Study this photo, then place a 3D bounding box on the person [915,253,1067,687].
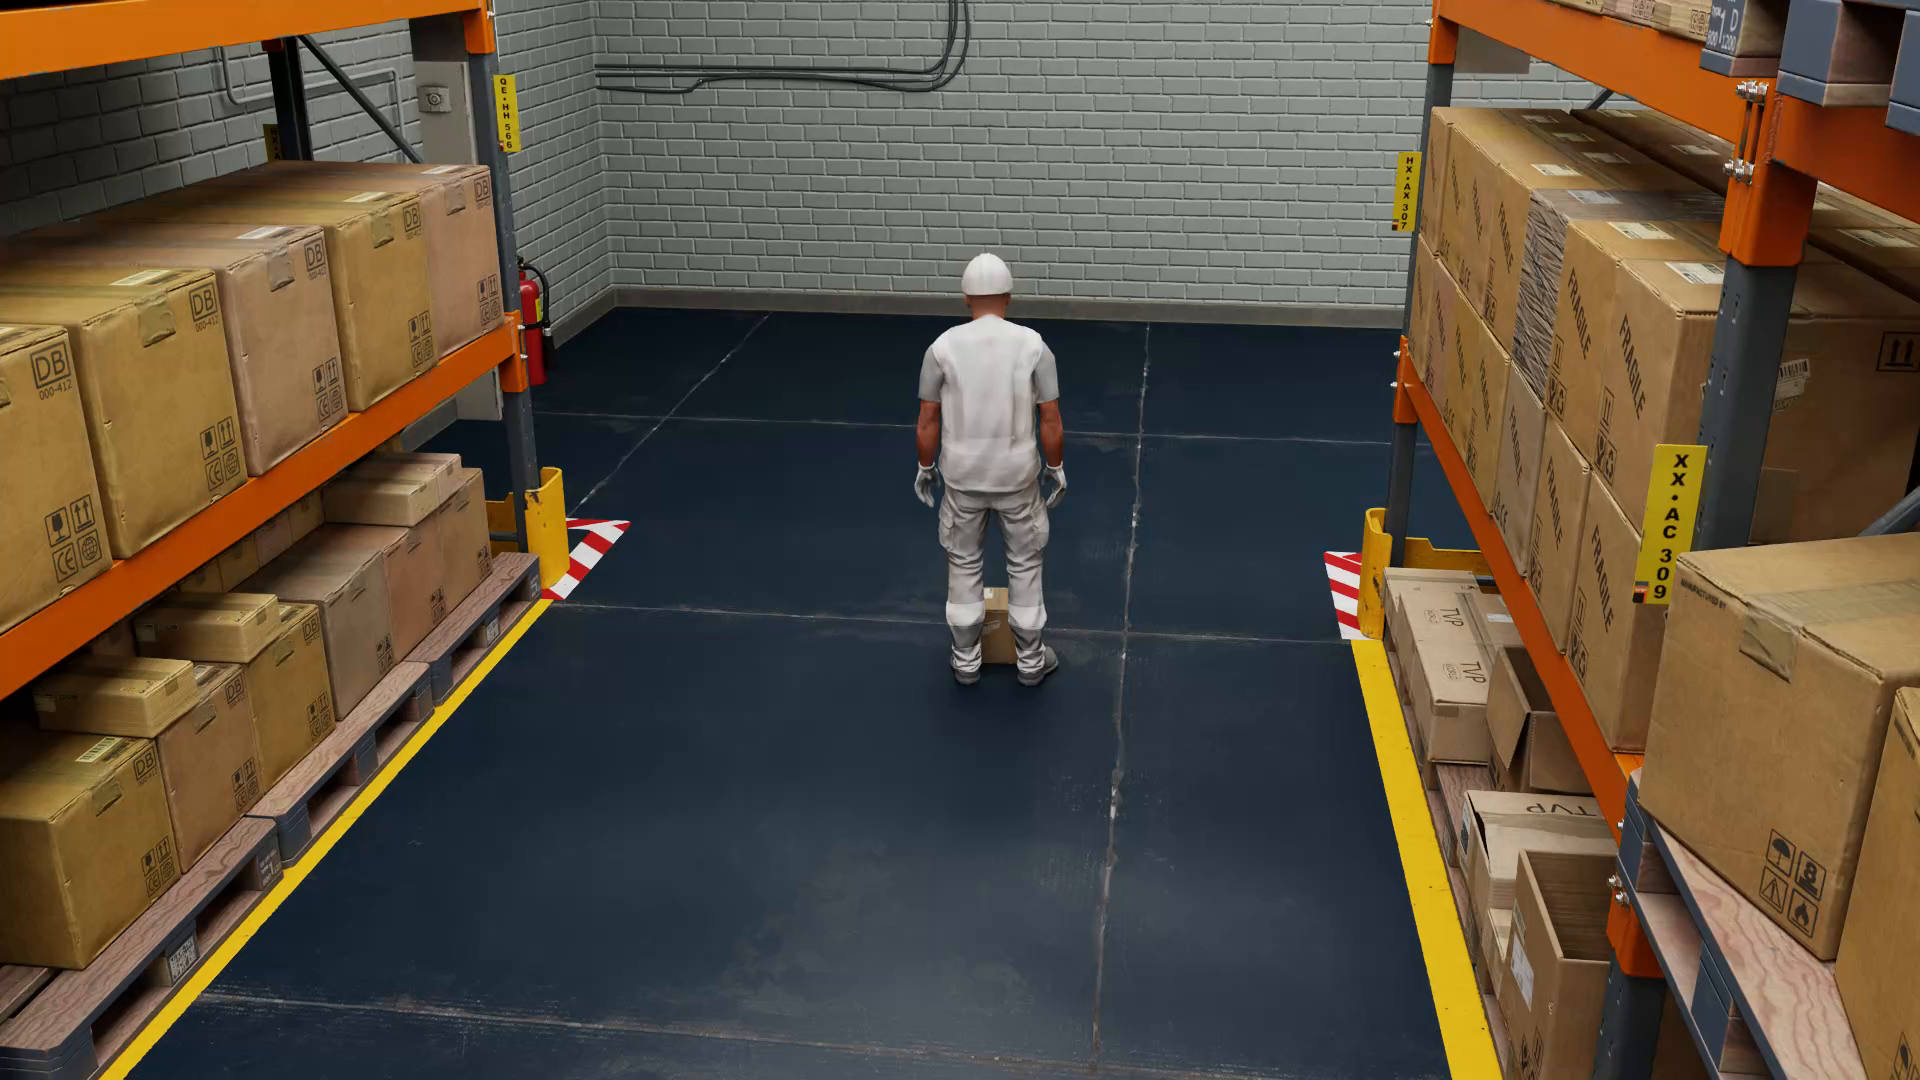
[{"bbox_3d":[0.123,-0.264,6.748,0.622,1.781,0.445,1,21,4],"label":"person"}]
